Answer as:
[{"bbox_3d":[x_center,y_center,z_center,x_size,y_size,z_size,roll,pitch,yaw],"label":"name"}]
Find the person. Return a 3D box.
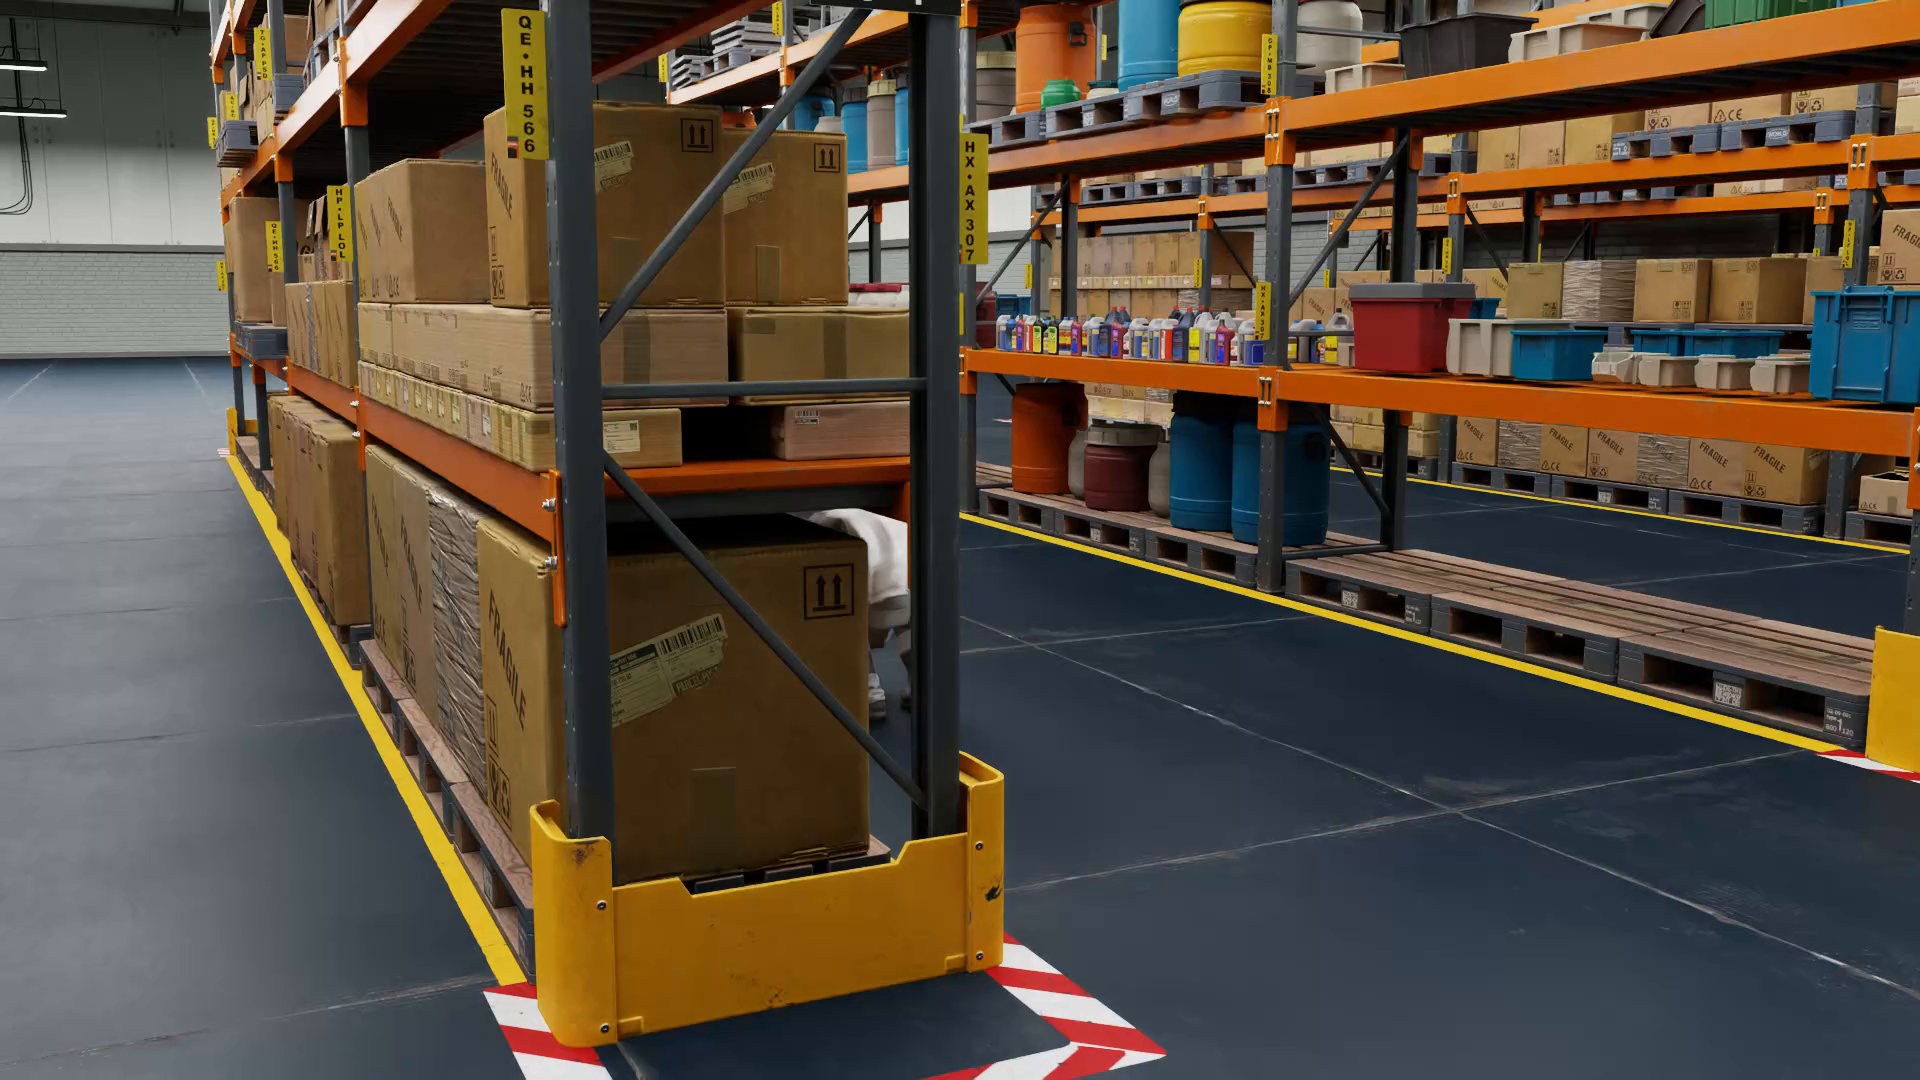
[{"bbox_3d":[-0.362,0.202,6.978,0.575,1.037,0.873,-4,9,-26],"label":"person"}]
